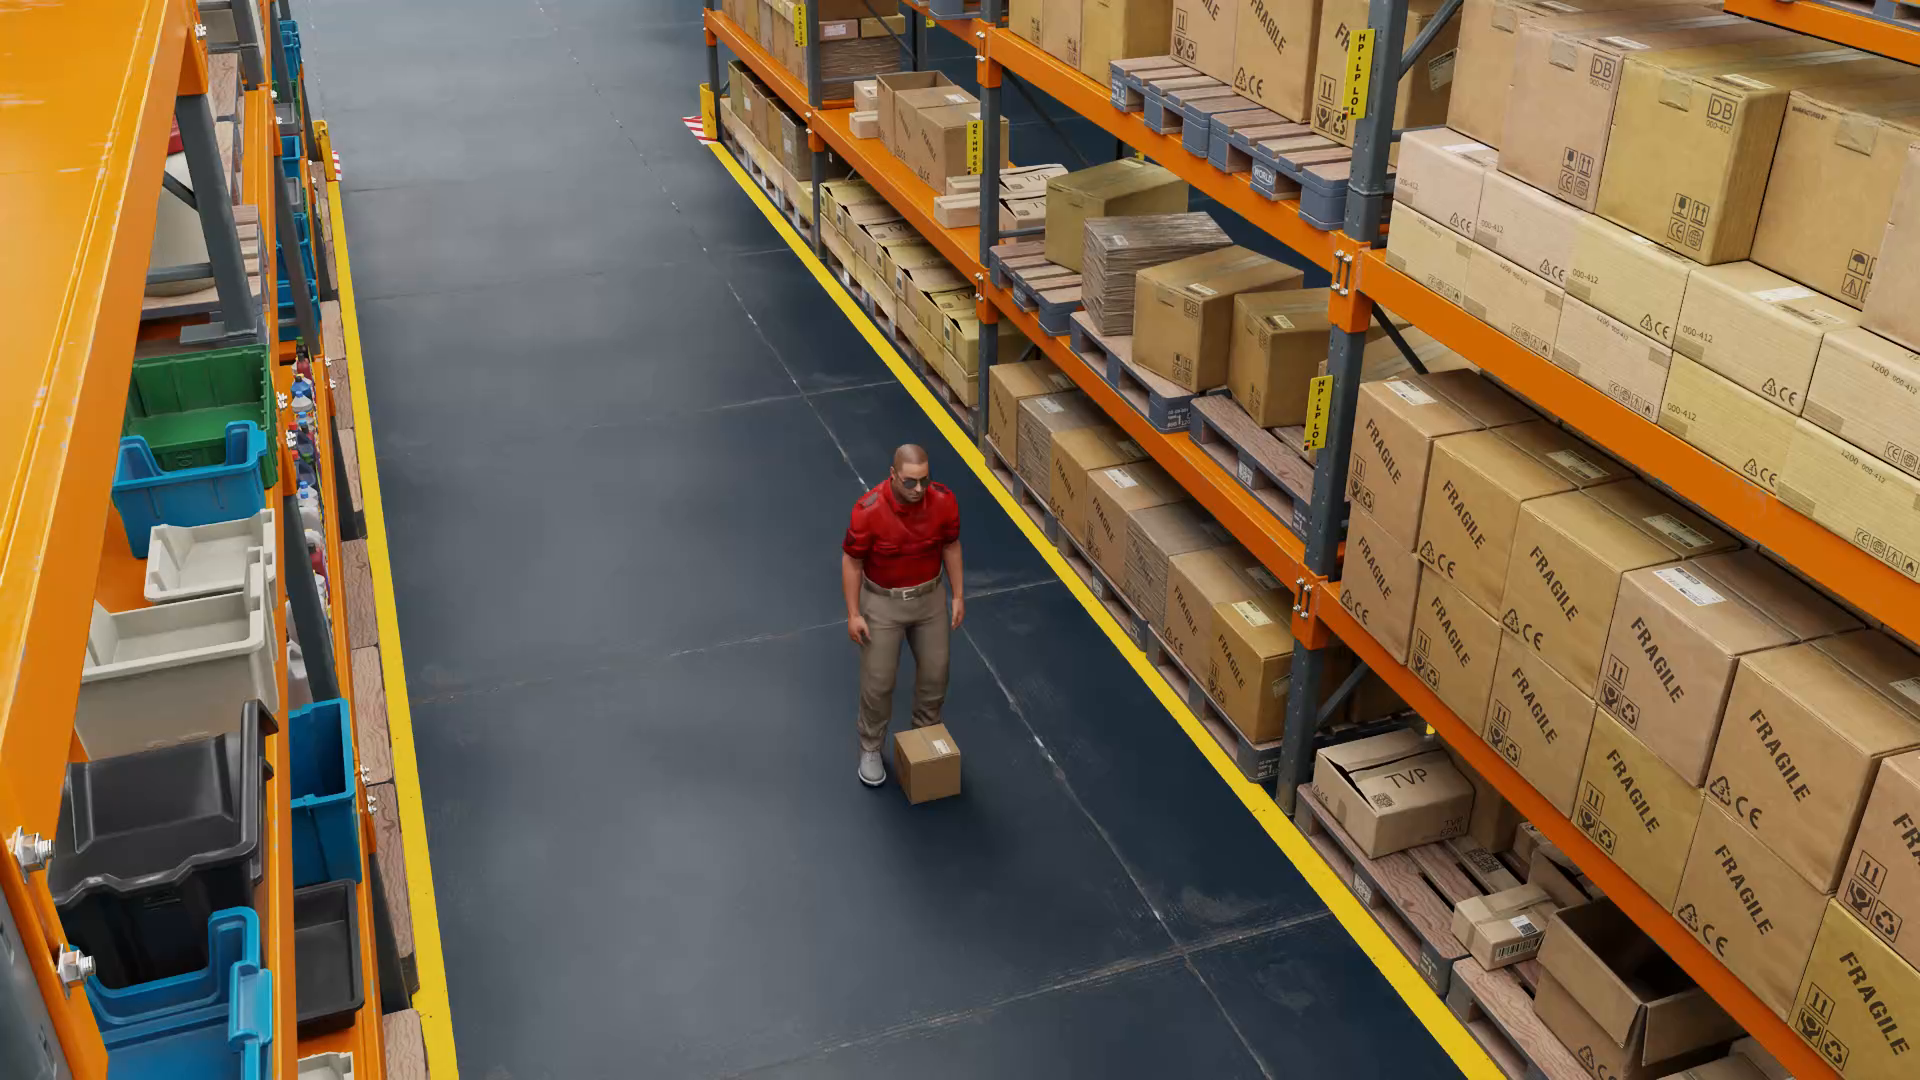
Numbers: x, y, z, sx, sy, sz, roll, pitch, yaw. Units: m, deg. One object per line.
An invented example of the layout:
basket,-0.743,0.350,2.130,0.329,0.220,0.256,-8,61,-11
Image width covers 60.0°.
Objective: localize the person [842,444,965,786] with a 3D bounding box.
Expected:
person,-0.255,0.315,7.806,0.587,1.727,0.394,-10,31,-17
